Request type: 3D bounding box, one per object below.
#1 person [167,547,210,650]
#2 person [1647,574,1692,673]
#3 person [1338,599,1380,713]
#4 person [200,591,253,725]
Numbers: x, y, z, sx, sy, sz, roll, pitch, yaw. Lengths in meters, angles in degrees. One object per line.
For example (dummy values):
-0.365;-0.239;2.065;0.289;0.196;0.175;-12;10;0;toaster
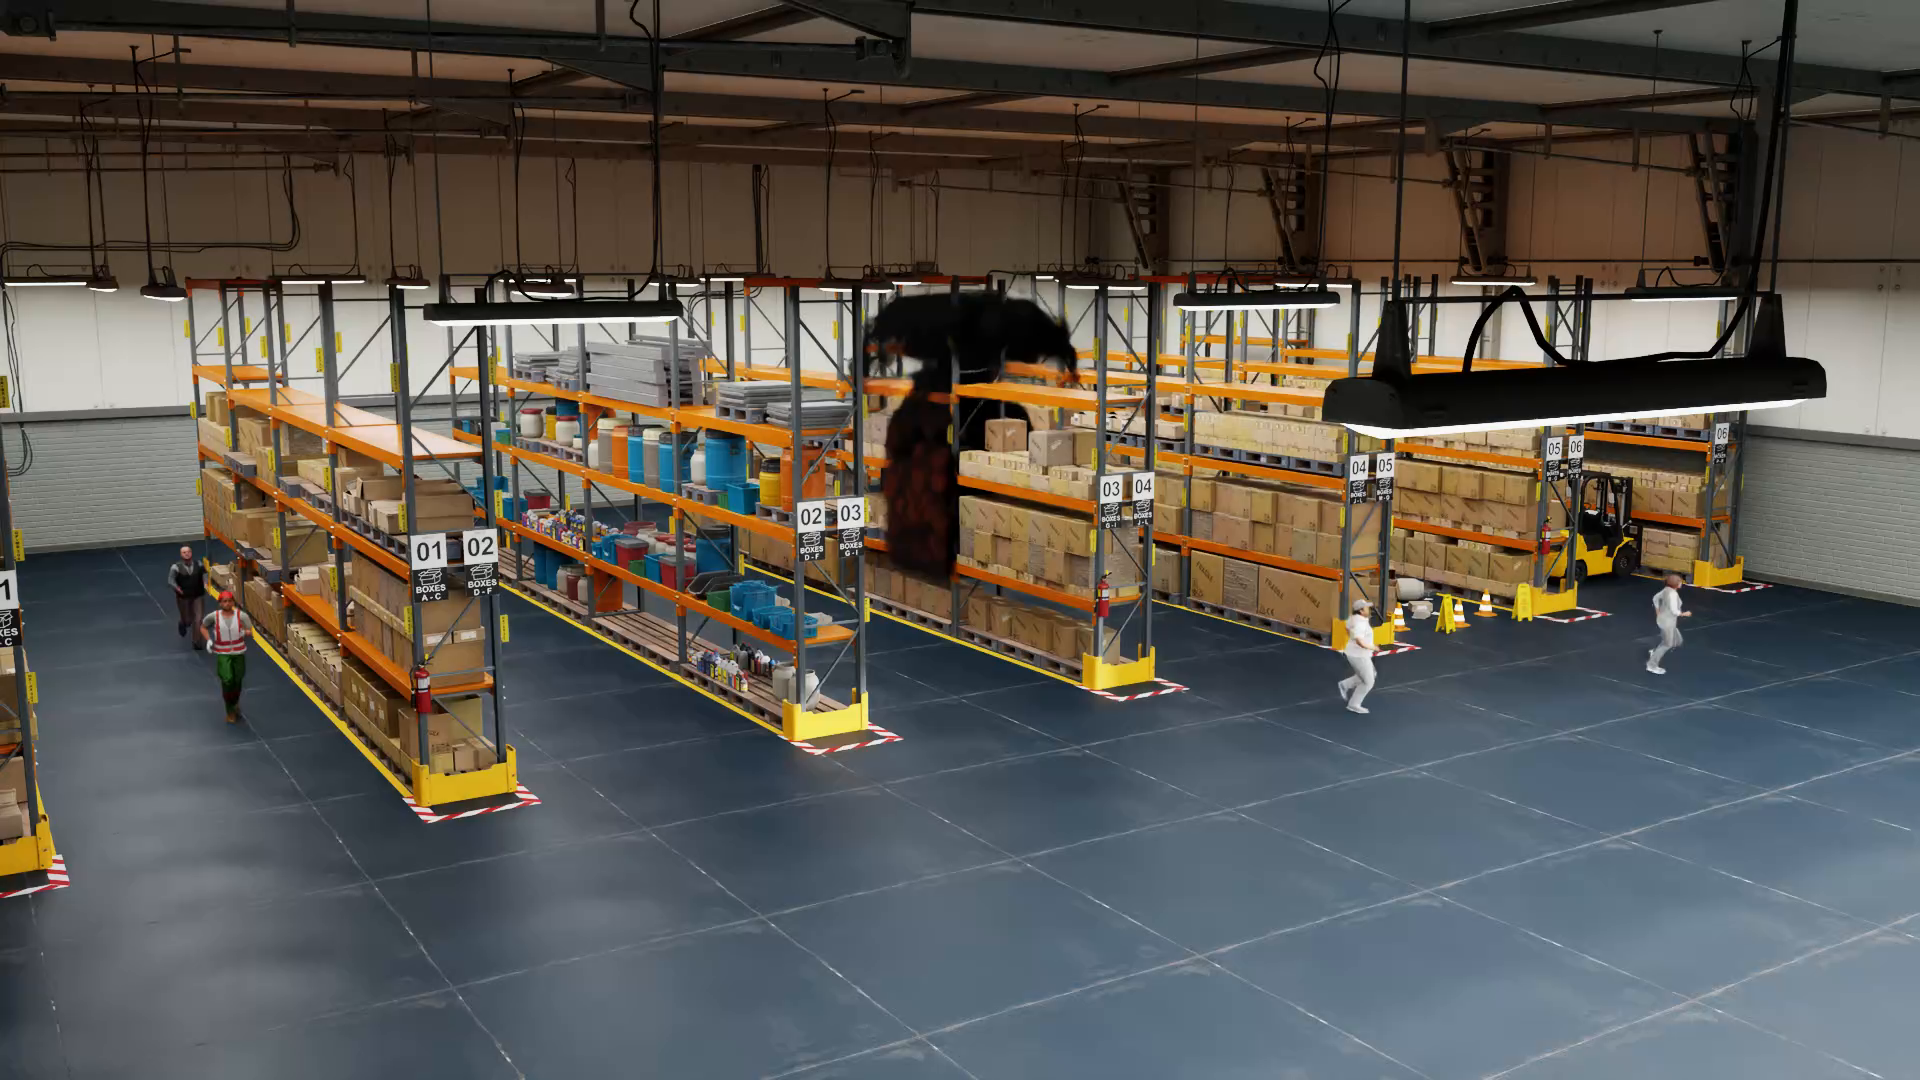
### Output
-12.649;0.949;27.362;0.677;1.696;0.905;-7;12;-35;person
10.948;1.288;25.630;0.602;1.563;0.514;3;10;17;person
5.653;1.632;23.473;0.505;1.631;0.662;1;10;4;person
-10.109;1.613;23.040;0.630;1.843;0.736;-7;12;-34;person
